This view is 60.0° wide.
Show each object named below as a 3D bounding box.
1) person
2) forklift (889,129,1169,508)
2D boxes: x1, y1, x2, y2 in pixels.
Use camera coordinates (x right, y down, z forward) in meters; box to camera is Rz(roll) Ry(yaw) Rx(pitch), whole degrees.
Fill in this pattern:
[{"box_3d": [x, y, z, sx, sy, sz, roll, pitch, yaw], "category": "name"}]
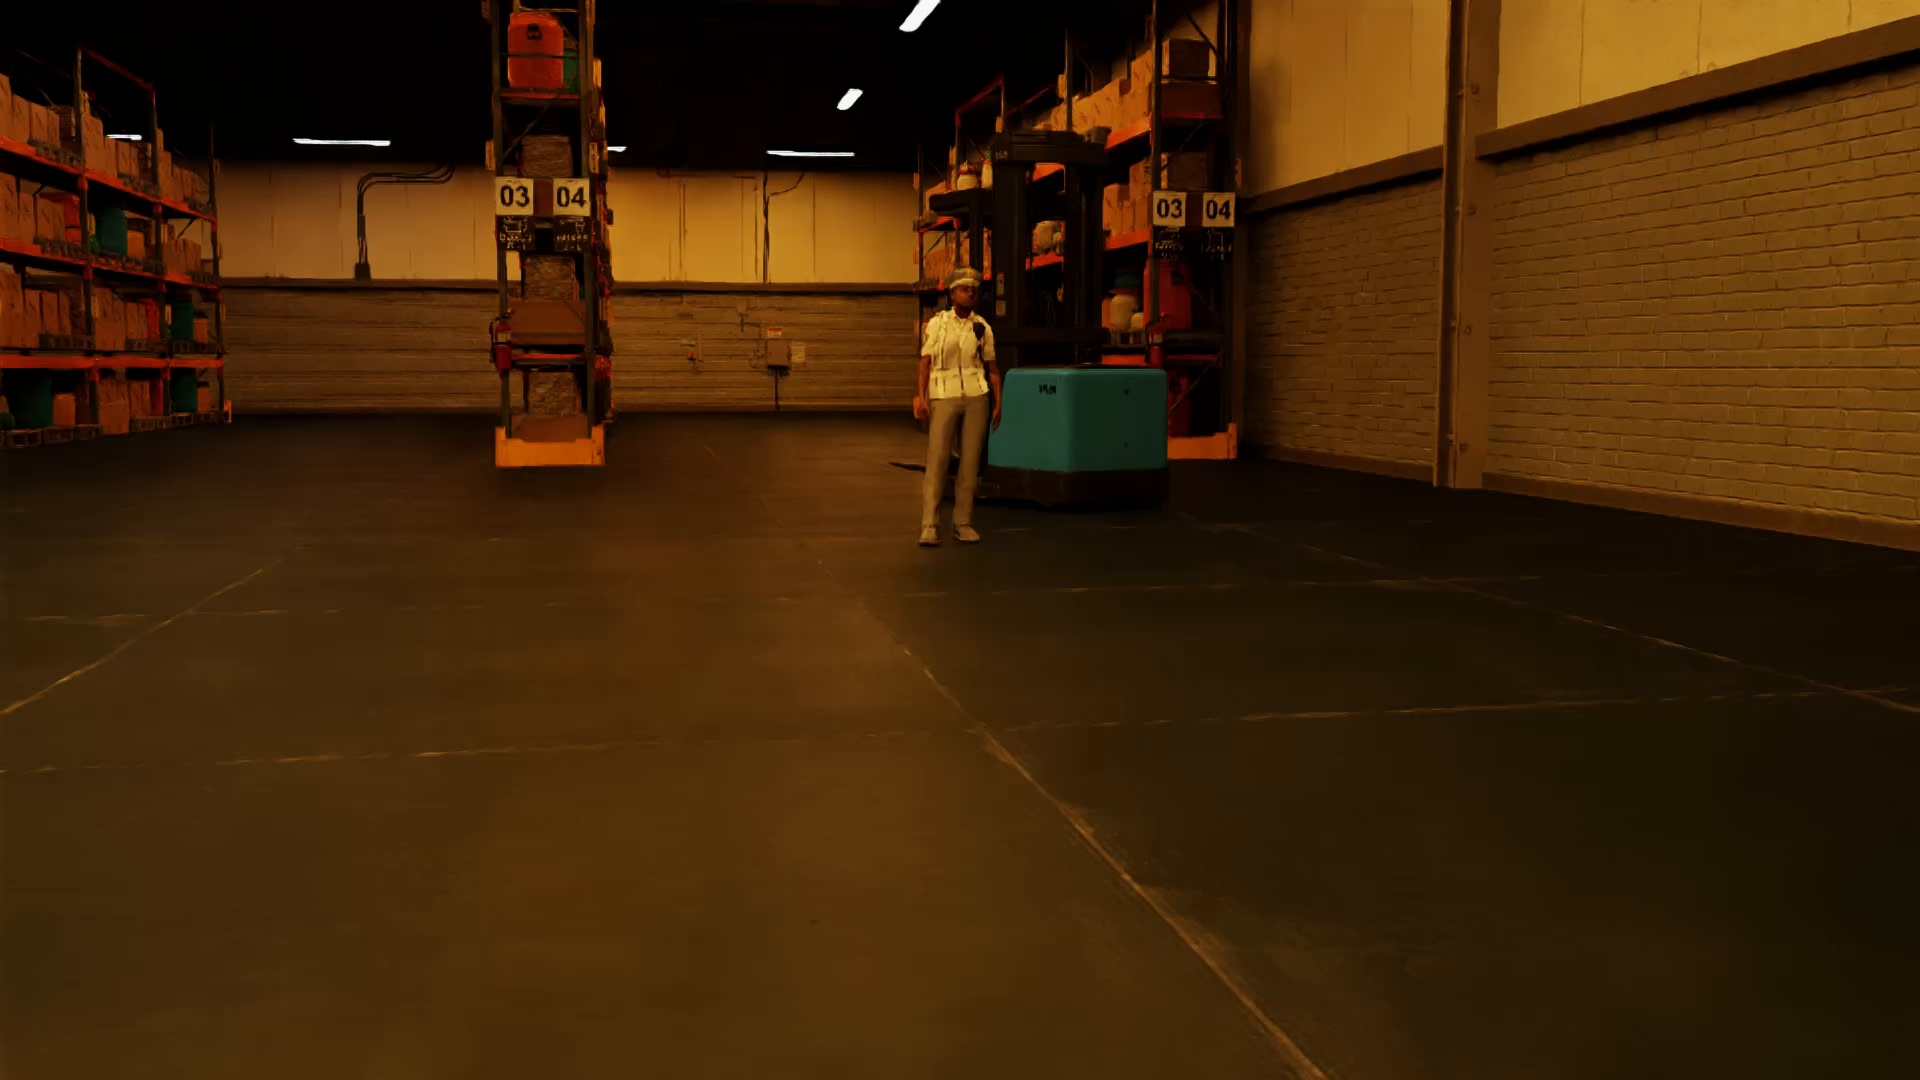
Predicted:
[{"box_3d": [-0.005, -0.842, 10.334, 0.570, 1.695, 0.529, -1, 6, -11], "category": "person"}, {"box_3d": [0.427, -1.816, 13.765, 1.130, 2.935, 3.031, -4, 7, -31], "category": "forklift"}]
